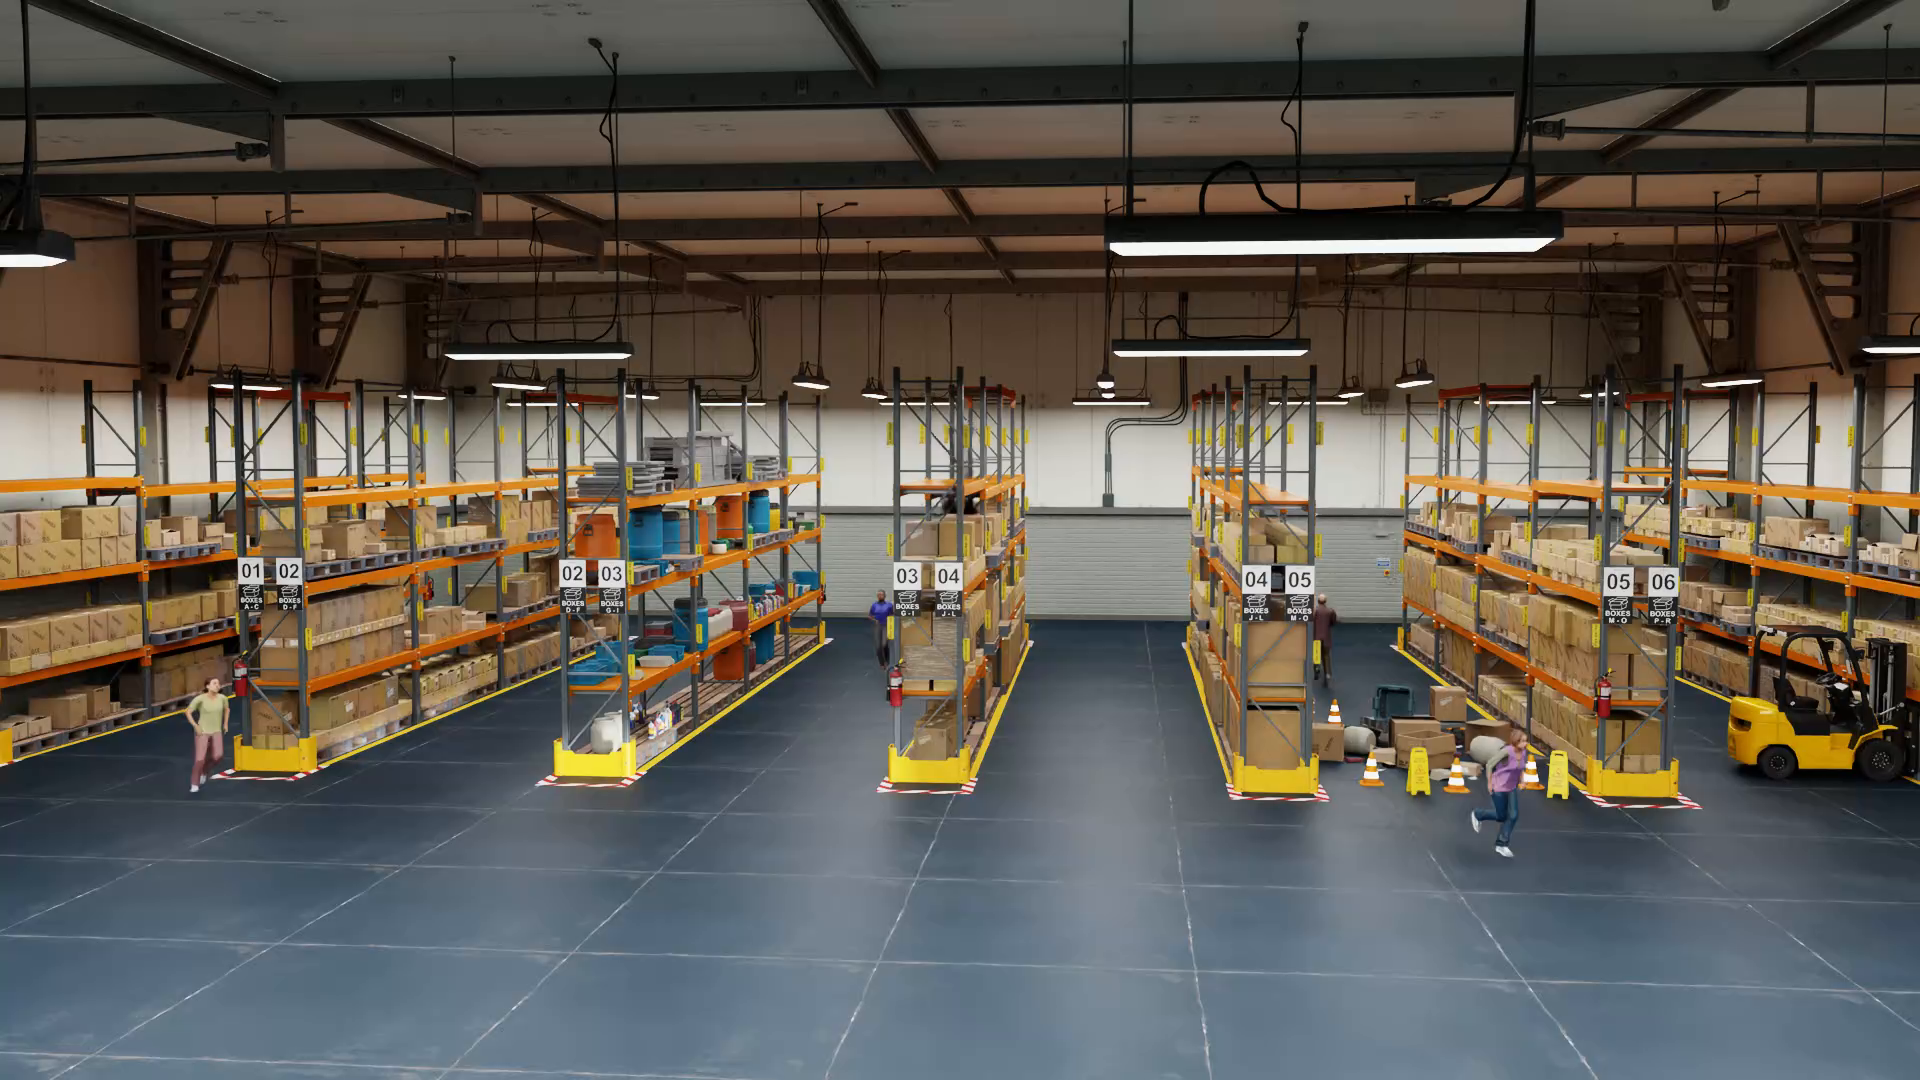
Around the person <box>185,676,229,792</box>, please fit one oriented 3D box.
[{"bbox_3d":[-10.623,2.740,23.592,0.634,1.601,0.514,-3,5,-42],"label":"person"}]

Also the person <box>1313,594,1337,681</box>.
[{"bbox_3d":[7.346,2.005,33.968,0.724,1.794,0.952,0,4,5],"label":"person"}]

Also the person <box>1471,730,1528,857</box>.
[{"bbox_3d":[6.506,3.023,20.046,0.536,1.528,0.770,-3,4,-35],"label":"person"}]

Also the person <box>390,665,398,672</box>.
[{"bbox_3d":[-11.869,1.958,34.320,0.652,1.805,0.983,0,4,3],"label":"person"}]

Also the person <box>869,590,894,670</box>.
[{"bbox_3d":[-1.572,1.824,33.550,0.561,1.631,0.562,0,4,7],"label":"person"}]
